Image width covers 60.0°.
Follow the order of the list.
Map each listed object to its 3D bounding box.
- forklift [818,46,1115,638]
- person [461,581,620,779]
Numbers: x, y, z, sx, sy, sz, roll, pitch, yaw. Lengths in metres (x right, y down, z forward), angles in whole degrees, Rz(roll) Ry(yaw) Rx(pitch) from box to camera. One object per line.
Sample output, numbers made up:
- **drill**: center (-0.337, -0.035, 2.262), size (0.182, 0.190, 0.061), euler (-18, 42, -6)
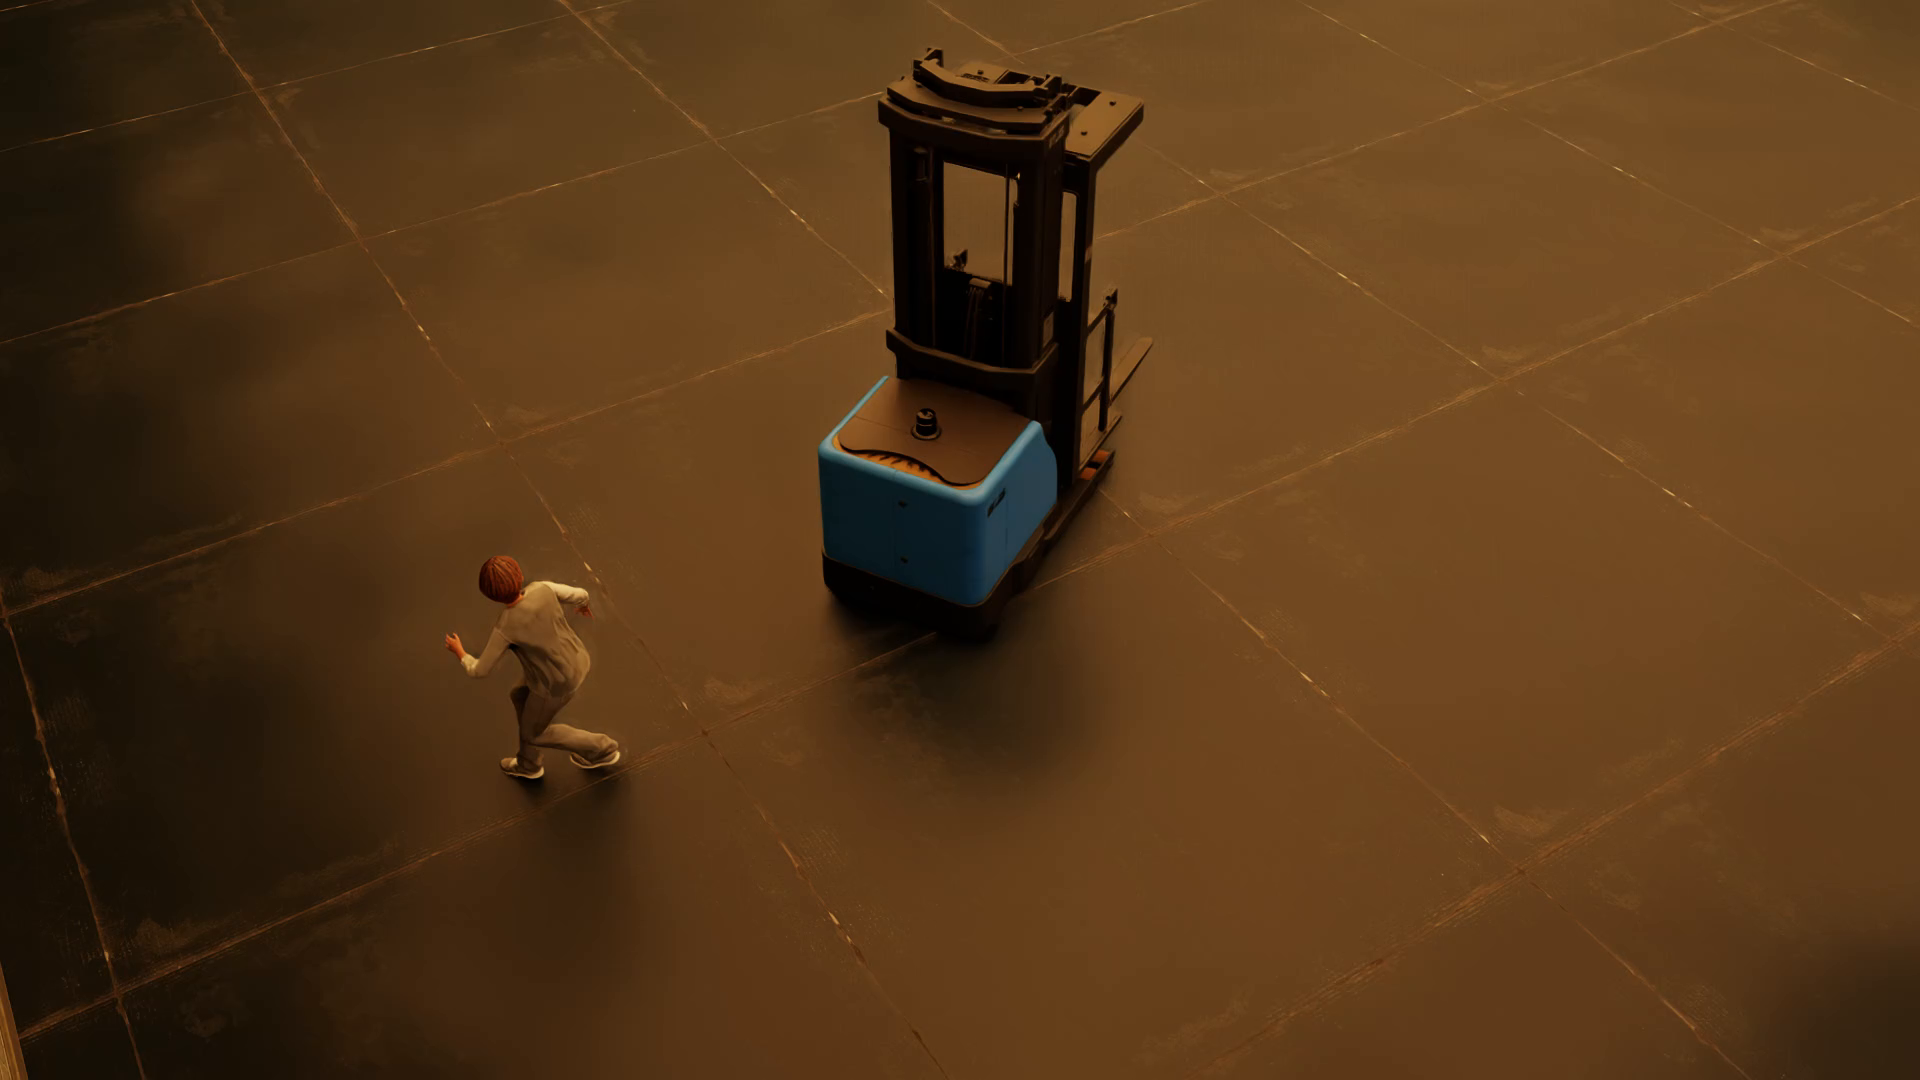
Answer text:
- **forklift**: center (0.327, -1.519, 9.609), size (1.130, 2.935, 3.031), euler (19, 44, 20)
- **person**: center (-2.086, 0.710, 8.343), size (0.644, 1.270, 0.623), euler (10, 42, 11)
